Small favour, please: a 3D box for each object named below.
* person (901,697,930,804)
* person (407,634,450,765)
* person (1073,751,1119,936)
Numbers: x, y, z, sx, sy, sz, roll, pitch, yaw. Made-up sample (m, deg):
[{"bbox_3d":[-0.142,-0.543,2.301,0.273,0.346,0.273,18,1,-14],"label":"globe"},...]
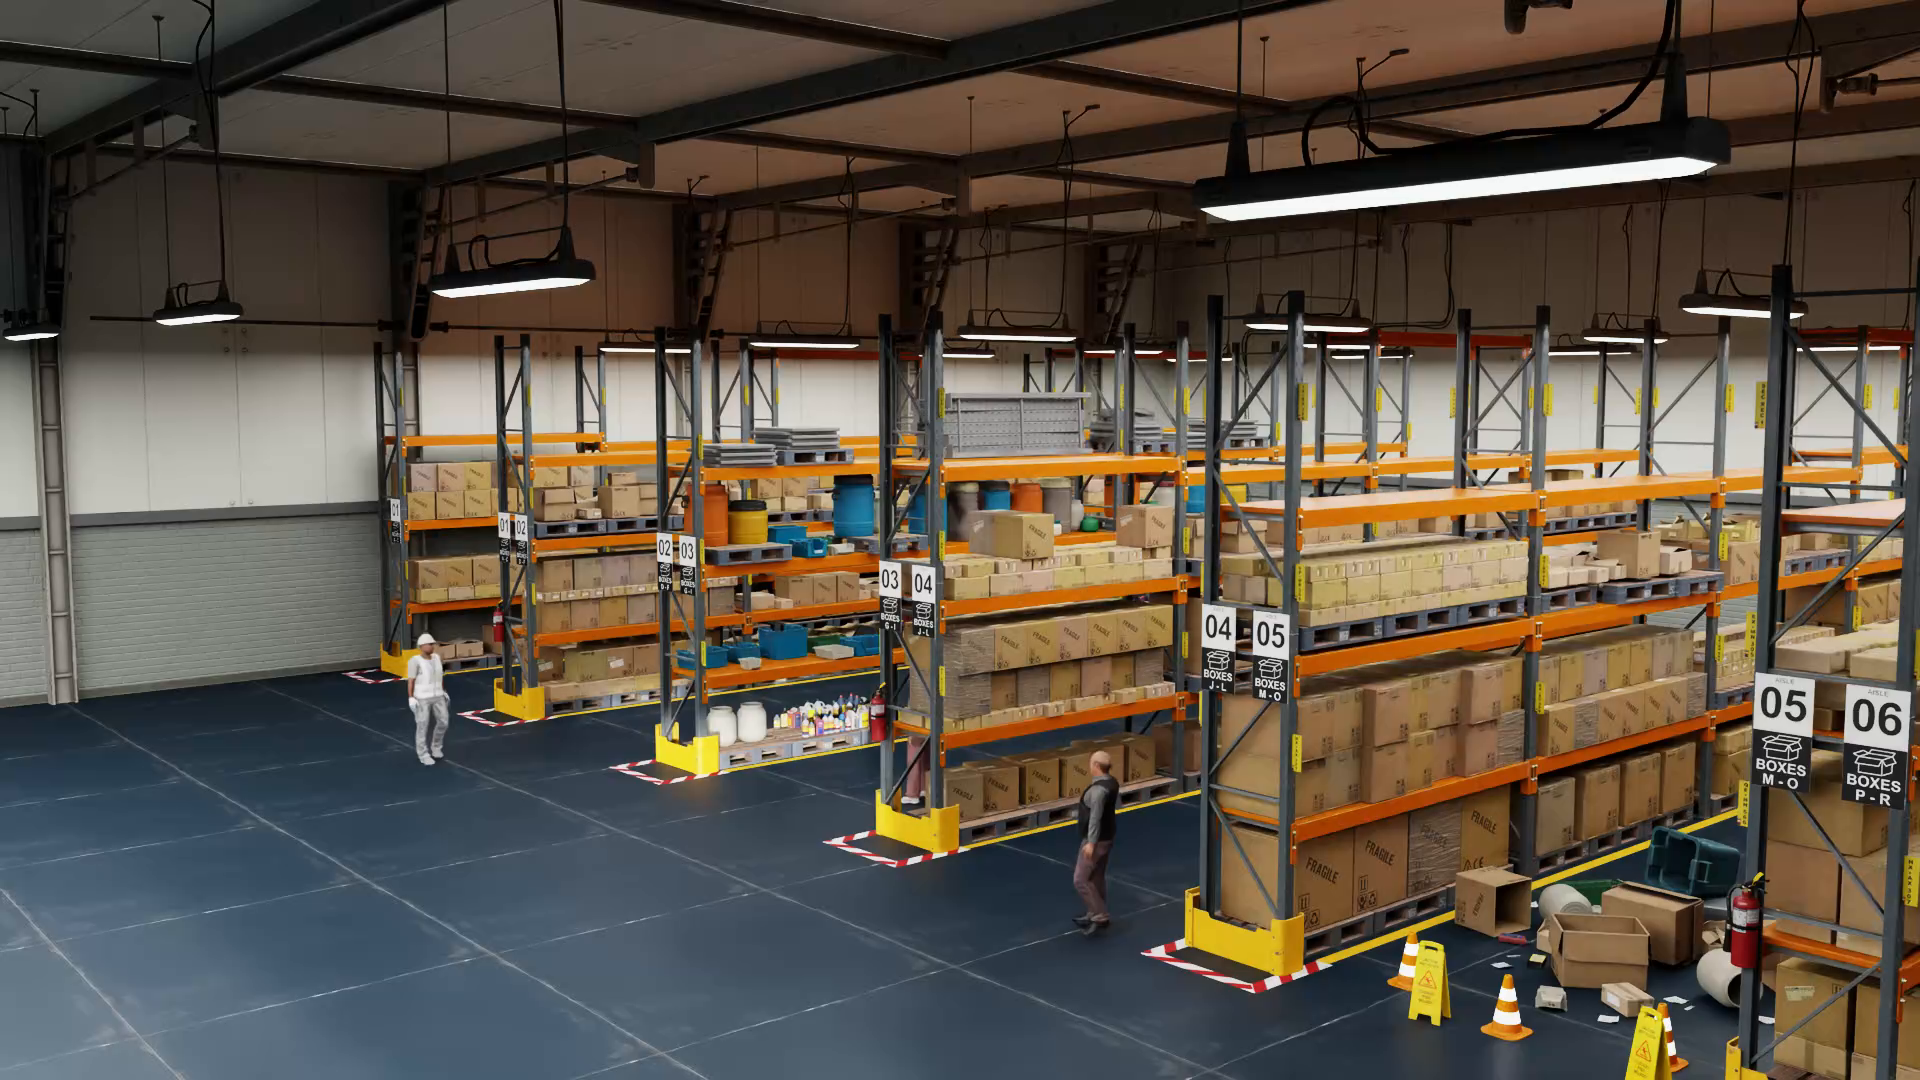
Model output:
[{"bbox_3d":[-0.524,2.446,20.820,0.402,1.653,0.516,4,6,36],"label":"person"},{"bbox_3d":[-7.379,2.185,23.025,0.522,1.790,0.630,4,7,39],"label":"person"},{"bbox_3d":[1.283,2.873,15.902,0.436,1.745,0.574,1,5,14],"label":"person"}]
